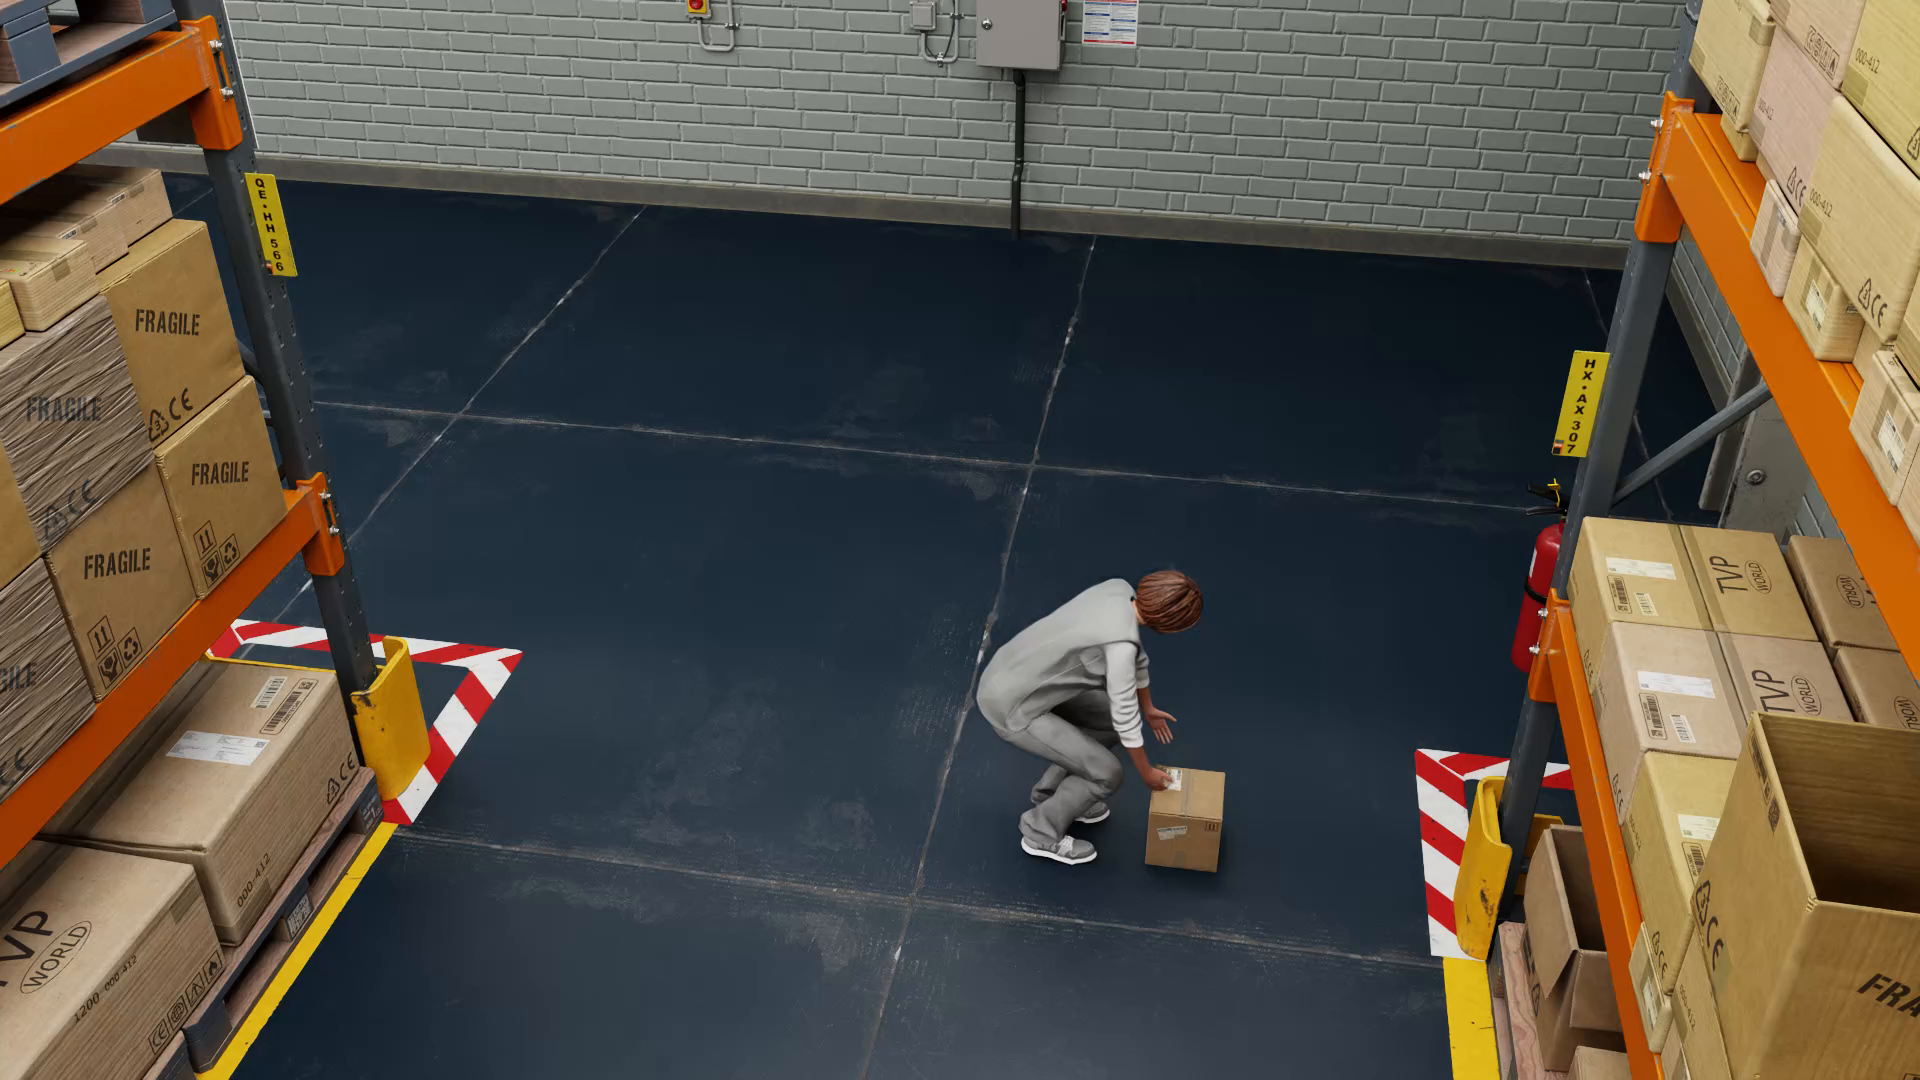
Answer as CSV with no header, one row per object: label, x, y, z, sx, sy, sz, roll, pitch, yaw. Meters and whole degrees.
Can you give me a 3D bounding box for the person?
person,0.429,0.575,5.705,0.736,1.115,0.463,5,33,8
